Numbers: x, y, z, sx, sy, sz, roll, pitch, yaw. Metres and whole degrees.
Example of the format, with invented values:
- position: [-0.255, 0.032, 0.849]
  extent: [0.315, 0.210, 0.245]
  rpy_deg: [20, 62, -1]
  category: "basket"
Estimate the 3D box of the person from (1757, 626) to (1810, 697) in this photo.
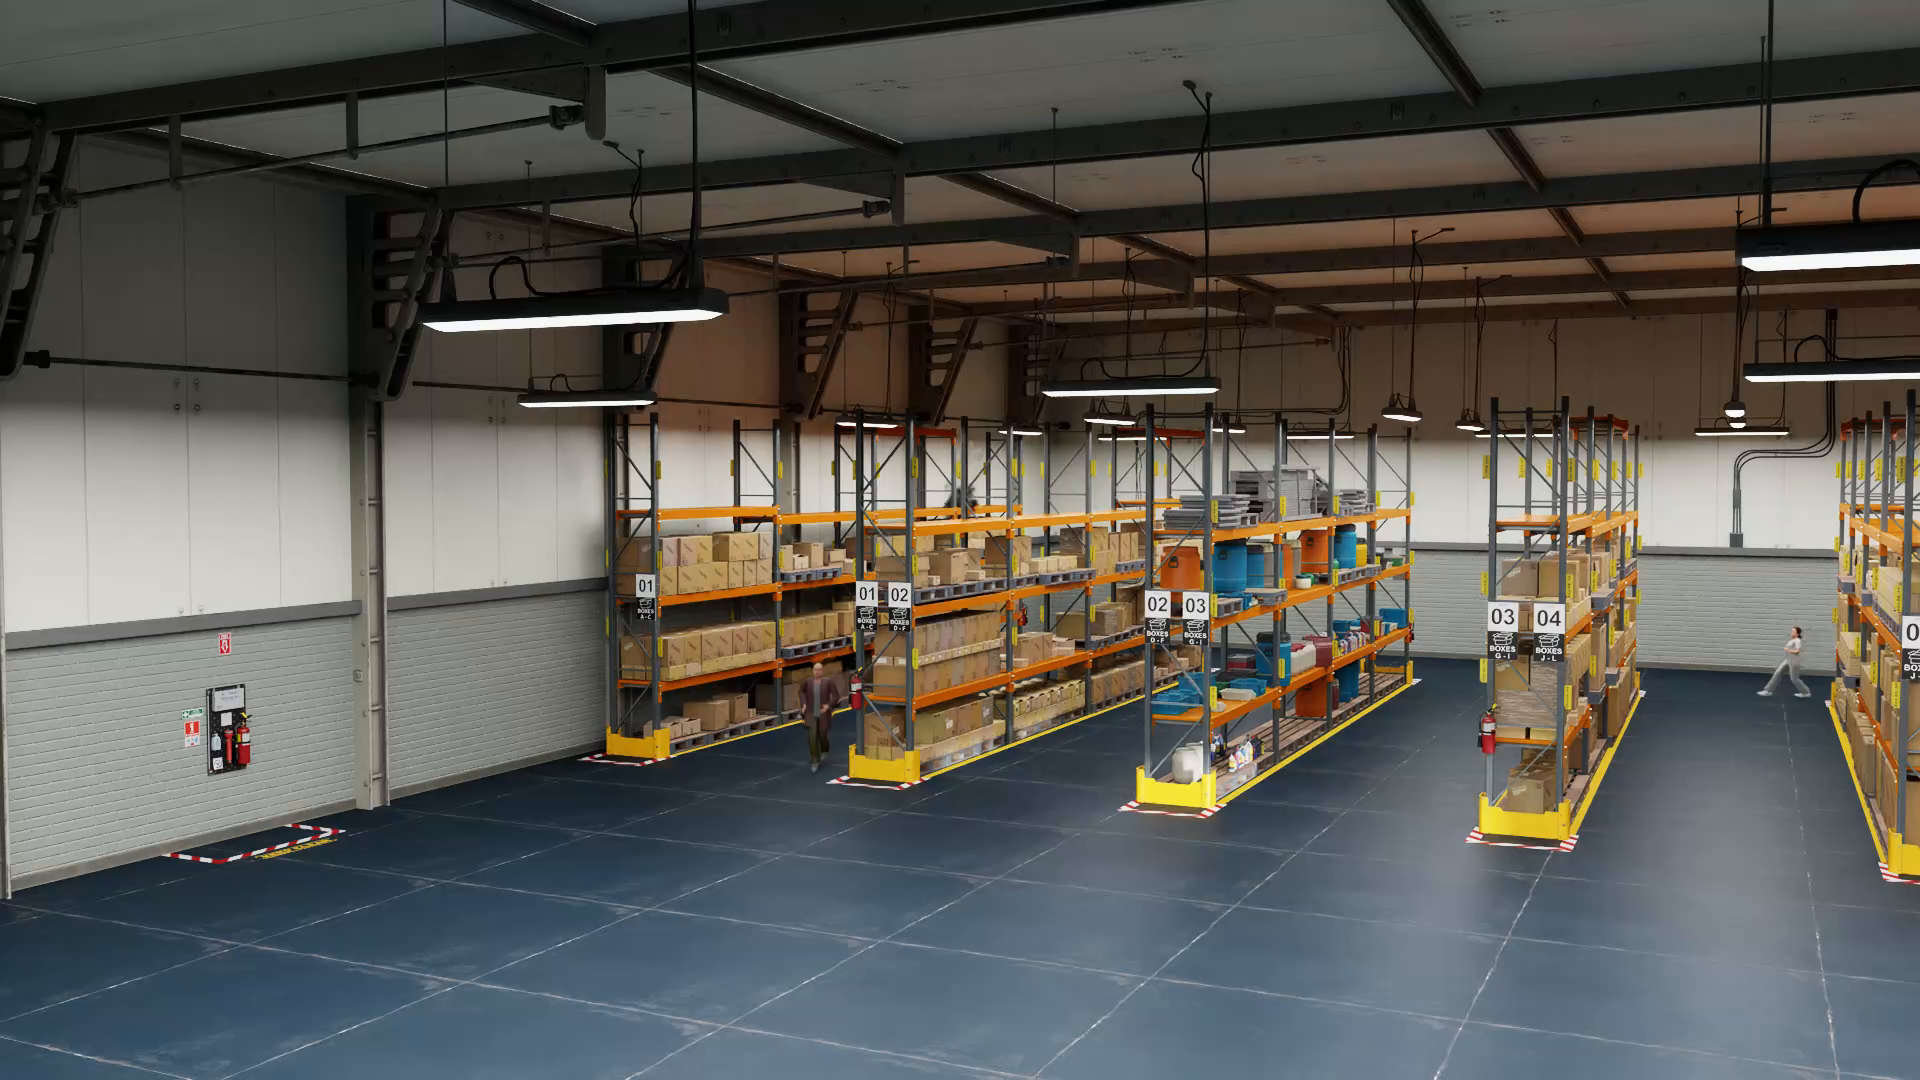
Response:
- position: [18.096, 2.663, 36.323]
  extent: [1.072, 1.557, 0.643]
  rpy_deg: [0, 2, 3]
  category: "person"

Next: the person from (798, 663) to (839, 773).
- position: [-2.375, 2.911, 27.946]
  extent: [0.713, 1.710, 0.937]
  rpy_deg: [0, 2, 3]
  category: "person"
